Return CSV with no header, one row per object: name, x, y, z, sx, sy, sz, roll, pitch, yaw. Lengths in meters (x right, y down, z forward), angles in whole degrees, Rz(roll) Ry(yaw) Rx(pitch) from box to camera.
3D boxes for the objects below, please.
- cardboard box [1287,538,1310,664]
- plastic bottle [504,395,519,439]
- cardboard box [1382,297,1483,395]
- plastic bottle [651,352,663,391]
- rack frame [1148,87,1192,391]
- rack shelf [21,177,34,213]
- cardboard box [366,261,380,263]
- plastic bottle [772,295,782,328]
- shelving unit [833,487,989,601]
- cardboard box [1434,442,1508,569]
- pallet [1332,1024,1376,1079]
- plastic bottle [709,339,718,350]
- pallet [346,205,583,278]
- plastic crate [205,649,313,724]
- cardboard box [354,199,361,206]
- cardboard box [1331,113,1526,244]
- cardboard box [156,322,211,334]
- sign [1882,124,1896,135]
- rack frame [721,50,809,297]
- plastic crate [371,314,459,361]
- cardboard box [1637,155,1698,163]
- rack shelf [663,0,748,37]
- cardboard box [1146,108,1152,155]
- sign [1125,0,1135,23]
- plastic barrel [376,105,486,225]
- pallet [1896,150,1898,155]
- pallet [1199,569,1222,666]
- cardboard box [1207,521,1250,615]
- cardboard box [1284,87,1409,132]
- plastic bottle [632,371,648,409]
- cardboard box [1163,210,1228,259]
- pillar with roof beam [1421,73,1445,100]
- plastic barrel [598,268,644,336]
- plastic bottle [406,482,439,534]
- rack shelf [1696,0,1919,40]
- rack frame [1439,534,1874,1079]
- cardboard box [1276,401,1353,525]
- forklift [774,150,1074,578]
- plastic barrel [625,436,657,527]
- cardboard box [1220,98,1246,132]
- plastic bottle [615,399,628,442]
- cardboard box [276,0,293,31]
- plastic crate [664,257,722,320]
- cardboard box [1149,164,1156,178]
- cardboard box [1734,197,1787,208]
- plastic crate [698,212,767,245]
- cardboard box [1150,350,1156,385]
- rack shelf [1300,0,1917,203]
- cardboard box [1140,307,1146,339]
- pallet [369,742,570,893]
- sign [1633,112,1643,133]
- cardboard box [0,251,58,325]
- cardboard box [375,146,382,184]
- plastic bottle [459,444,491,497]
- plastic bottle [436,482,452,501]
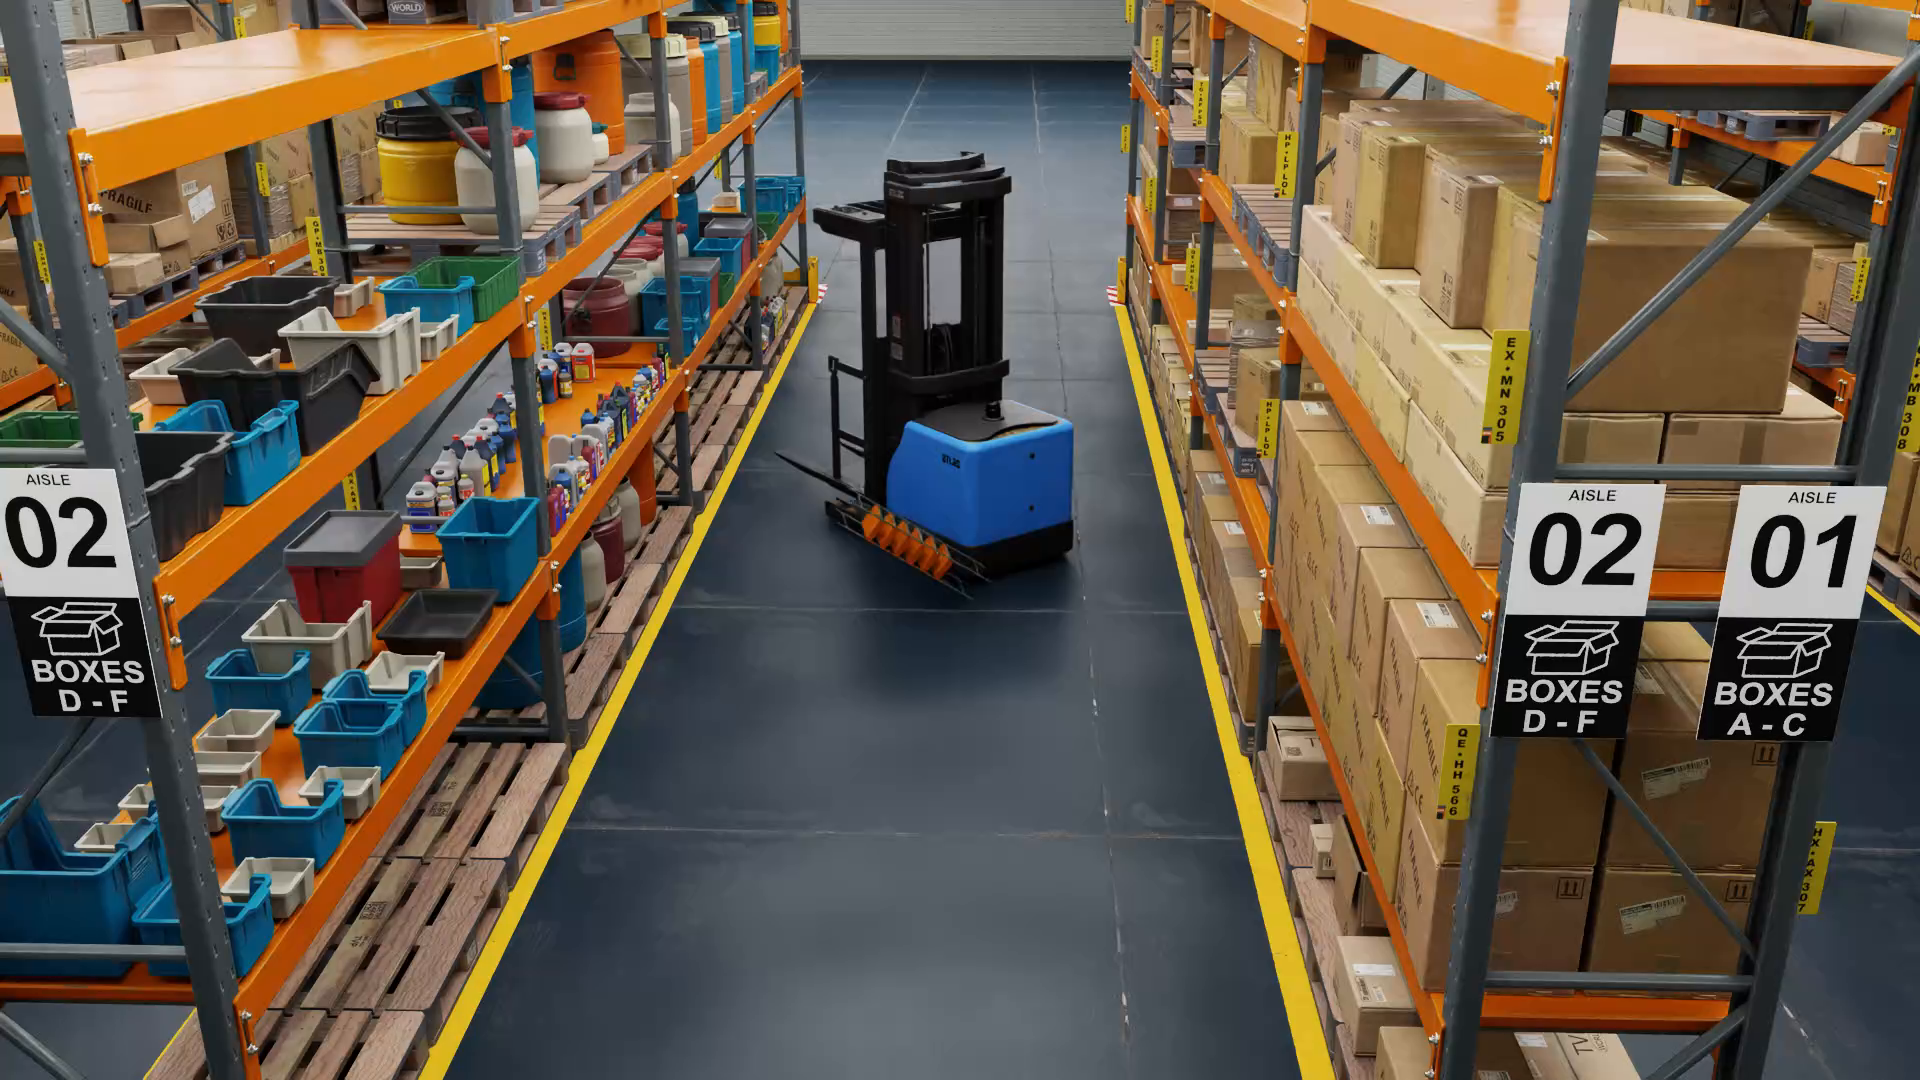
cardboard box,1.883,0.277,8.029,0.500,0.500,0.500,1,21,3
plastic bottle,-3.025,-0.833,11.199,0.152,0.276,0.135,1,21,2
cardboard box,1.856,-0.708,6.076,0.500,0.250,0.500,1,21,2
plastic bottle,-2.239,-1.256,12.280,0.061,0.283,0.133,1,21,2
rack frame,2.426,-2.935,16.447,1.000,3.000,0.127,1,21,2
rack shelf,-7.536,-3.385,14.455,1.077,0.370,4.000,1,21,2
cardboard box,-7.389,-3.297,20.253,0.500,0.500,0.500,5,22,12
plastic bottle,-2.061,-2.538,18.476,0.144,0.351,0.185,2,21,4
shelving unit,-0.339,0.033,11.707,1.200,0.189,0.258,30,19,-25
cardboard box,1.813,-0.113,5.235,0.500,0.250,0.500,1,21,2
pallet,2.087,2.388,6.583,1.003,0.211,1.213,1,21,2
plastic bottle,-2.649,-2.196,17.595,0.144,0.351,0.185,1,21,2
pallet,-2.842,-1.693,9.361,1.213,0.211,1.003,1,21,2
plastic crate,-3.084,0.653,7.349,0.416,0.233,0.300,1,21,2
cardboard box,-7.192,-3.908,19.301,0.380,0.149,0.250,1,21,2
cardboard box,2.049,-1.598,7.334,0.700,0.500,0.500,1,21,2
cardboard box,-7.516,-1.863,16.532,0.700,0.500,0.500,-1,21,-3
sign,6.714,-3.082,11.964,0.100,0.325,0.005,1,21,2
rack frame,-2.403,-4.437,20.318,1.000,3.000,0.127,1,21,2
plastic crate,-2.426,-0.910,7.445,0.293,0.136,0.466,1,21,2
cardboard box,7.646,-3.894,18.060,0.500,0.500,0.500,1,21,2
rack shelf,-2.586,-4.543,13.844,1.077,0.370,4.000,1,21,2
cardboard box,2.509,-4.655,18.947,0.700,0.500,0.500,0,21,0
sign,1.993,-6.232,19.480,0.100,0.325,0.005,1,21,2
plastic barrel,-2.943,-2.113,9.340,0.600,0.588,0.600,0,21,0
pallet,7.290,-2.513,11.472,1.213,0.211,1.003,2,21,4
pallet,2.204,0.521,11.395,1.003,0.211,1.213,1,21,2
cardboard box,1.964,0.192,11.234,0.500,0.500,0.500,0,21,0
cardboard box,2.310,-2.394,10.048,0.600,0.600,0.600,0,21,0
plastic bottle,-2.273,-1.068,11.813,0.097,0.271,0.097,0,21,0
cardboard box,2.433,-3.142,16.842,0.700,0.500,0.500,0,21,0
pillar with roof beam,4.405,-11.249,29.579,9.100,9.000,0.400,1,21,2
plastic barrel,-2.829,-1.971,13.808,0.421,0.512,0.421,0,21,0
plastic bottle,-3.079,-0.187,9.535,0.152,0.276,0.135,1,21,2
rack shelf,7.317,-4.434,13.563,1.077,0.370,4.000,1,21,2
rack frame,2.061,1.404,5.265,1.000,3.000,0.127,1,21,2
cardboard box,1.887,-0.388,8.362,0.500,0.500,0.500,1,21,3
forklift,-0.429,-1.559,12.996,1.130,2.935,3.031,-15,26,-34
plastic barrel,-2.644,-0.552,12.724,0.600,0.830,0.708,1,21,2
cardboard box,2.262,-3.178,12.552,0.500,0.250,0.500,-1,21,-2
plastic bottle,-2.277,-0.811,11.134,0.061,0.283,0.133,1,21,2
cardboard box,-7.148,-5.745,18.302,0.500,0.500,0.500,1,21,2
plastic crate,-2.291,-2.155,14.349,0.402,0.464,0.583,1,21,2
cardboard box,2.273,-4.035,18.247,0.380,0.149,0.250,1,21,2
cardboard box,7.328,-2.950,15.739,0.700,0.500,0.500,1,21,2
plastic crate,-2.382,-3.150,17.086,0.767,0.338,0.504,1,21,2
cardboard box,2.166,-1.706,16.499,0.500,0.250,0.500,0,21,0
rack shelf,2.122,-1.779,6.174,1.077,0.370,4.000,1,21,2
cardboard box,2.247,-2.381,18.239,0.500,0.250,0.500,1,21,2
pallet,-2.752,1.468,8.954,1.003,0.211,1.213,1,21,2
sign,8.054,-5.002,19.736,0.100,0.325,0.005,1,21,2
cardboard box,-7.621,-2.037,13.414,0.500,0.500,0.500,-2,21,-5
cardboard box,-7.398,-4.478,19.875,0.875,0.500,0.500,1,21,2
plastic bottle,-2.923,-0.410,10.007,0.144,0.351,0.185,1,21,2
plastic bottle,-3.038,-0.242,9.780,0.097,0.201,0.097,0,21,0
